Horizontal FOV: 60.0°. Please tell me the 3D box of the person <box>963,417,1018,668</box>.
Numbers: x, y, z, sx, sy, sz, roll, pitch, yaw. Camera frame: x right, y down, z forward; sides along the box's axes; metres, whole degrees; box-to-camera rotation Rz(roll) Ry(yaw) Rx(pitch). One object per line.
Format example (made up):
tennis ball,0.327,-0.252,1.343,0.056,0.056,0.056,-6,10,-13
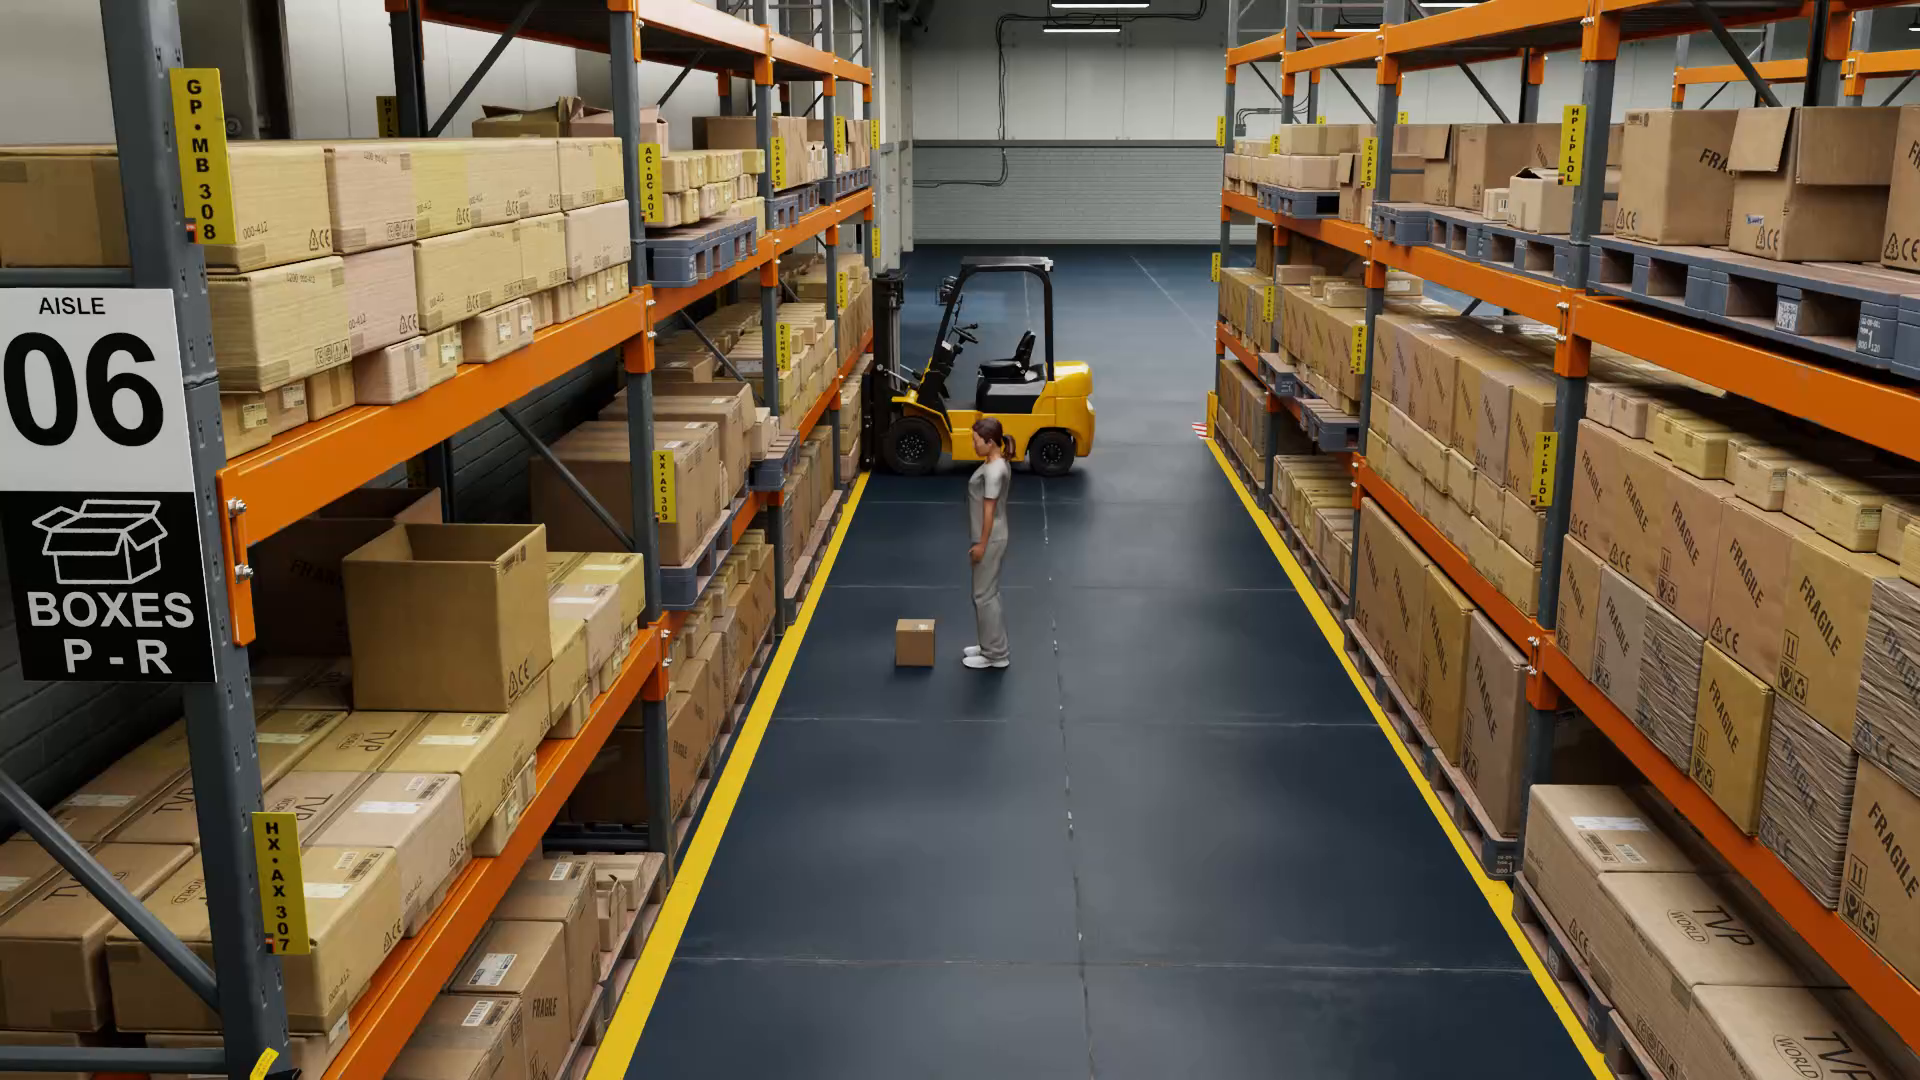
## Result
person,0.201,0.014,10.969,0.361,1.669,0.441,1,14,3
